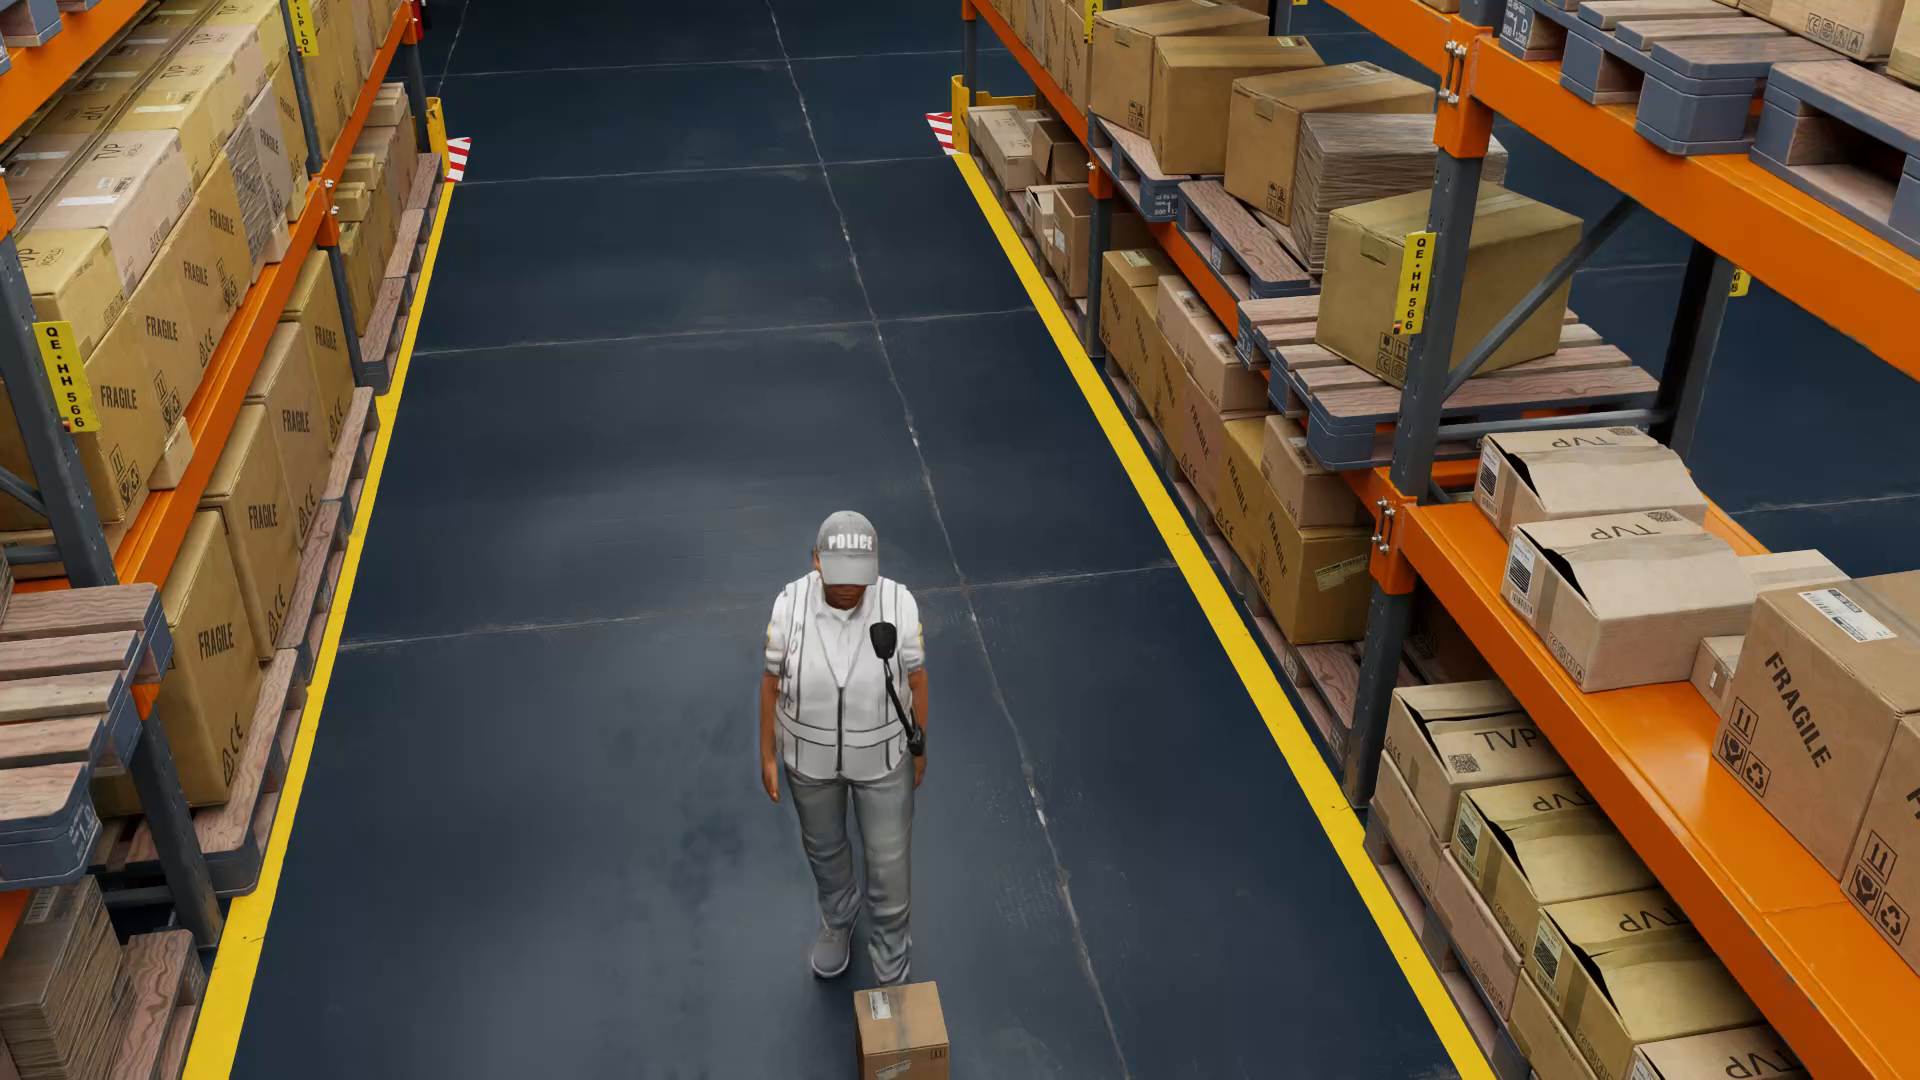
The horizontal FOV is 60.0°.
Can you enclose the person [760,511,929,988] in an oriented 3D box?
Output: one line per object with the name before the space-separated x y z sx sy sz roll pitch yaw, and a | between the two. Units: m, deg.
person | -0.353 0.695 4.973 0.502 1.687 0.539 2 31 3
